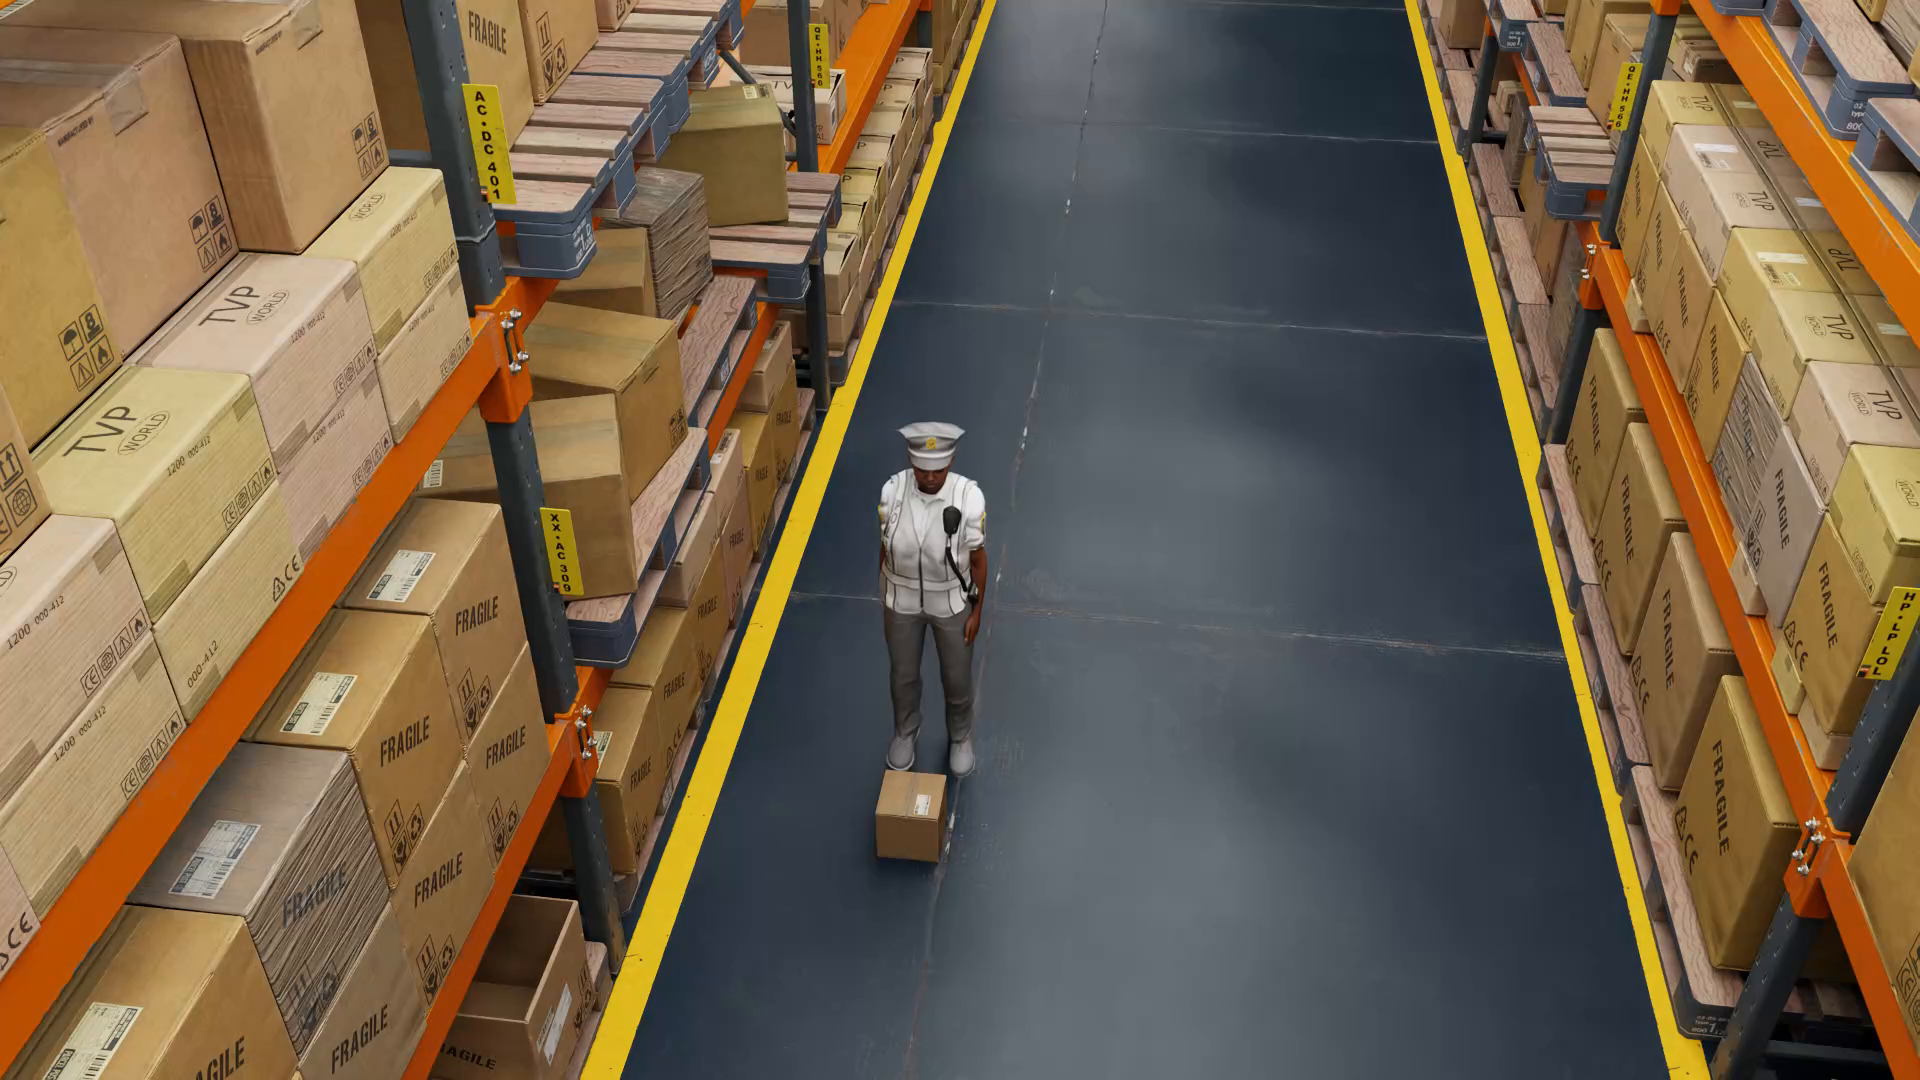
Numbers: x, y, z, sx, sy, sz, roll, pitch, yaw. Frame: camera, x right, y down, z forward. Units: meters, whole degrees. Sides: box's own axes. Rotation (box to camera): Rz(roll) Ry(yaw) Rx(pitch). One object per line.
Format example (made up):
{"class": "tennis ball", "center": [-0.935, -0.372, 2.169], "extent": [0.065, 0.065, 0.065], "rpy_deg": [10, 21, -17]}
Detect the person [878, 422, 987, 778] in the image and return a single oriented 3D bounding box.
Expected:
{"class": "person", "center": [-0.111, 0.259, 6.684], "extent": [0.436, 1.697, 0.339], "rpy_deg": [6, 37, 8]}
